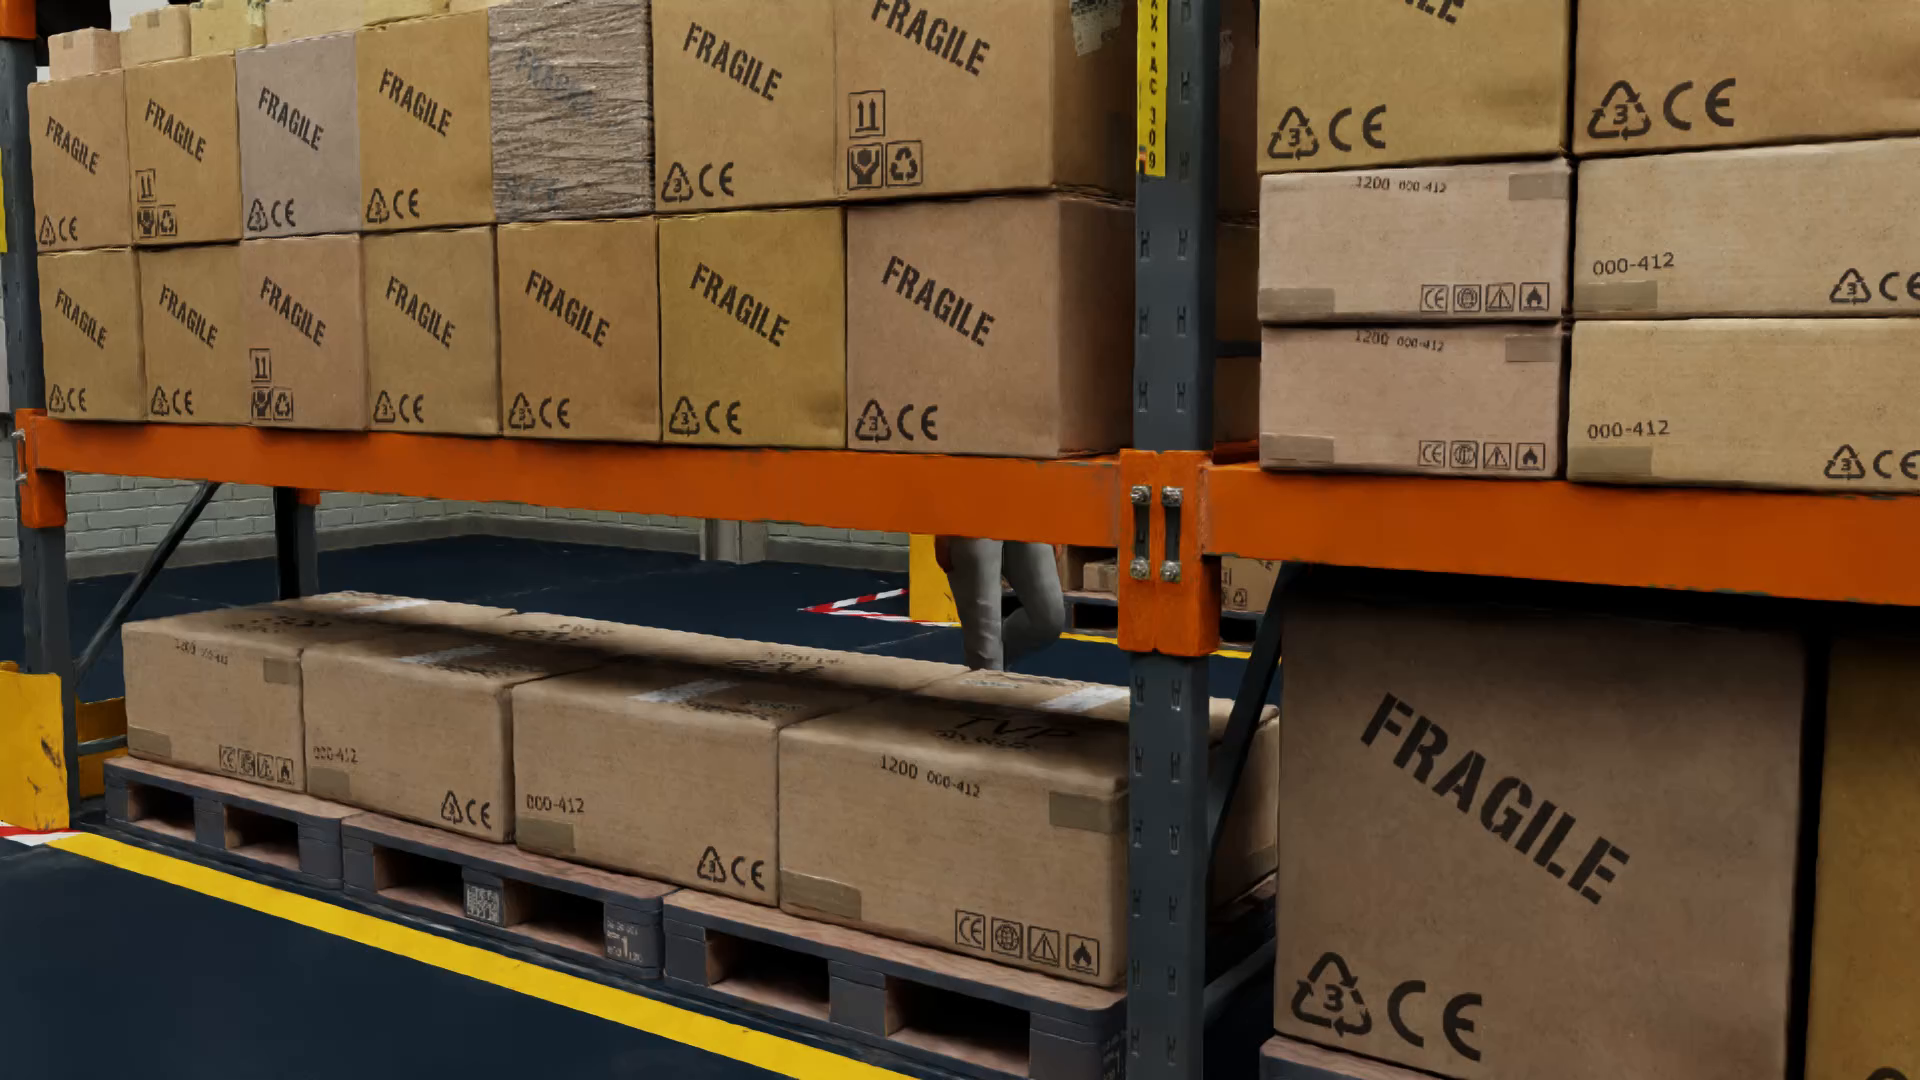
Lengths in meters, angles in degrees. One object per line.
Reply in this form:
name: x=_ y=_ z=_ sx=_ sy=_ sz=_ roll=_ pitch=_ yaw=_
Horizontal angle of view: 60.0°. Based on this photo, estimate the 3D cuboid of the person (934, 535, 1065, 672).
person: x=0.123 y=-0.037 z=6.289 sx=0.517 sy=1.669 sz=0.672 roll=-3 pitch=7 yaw=-25
